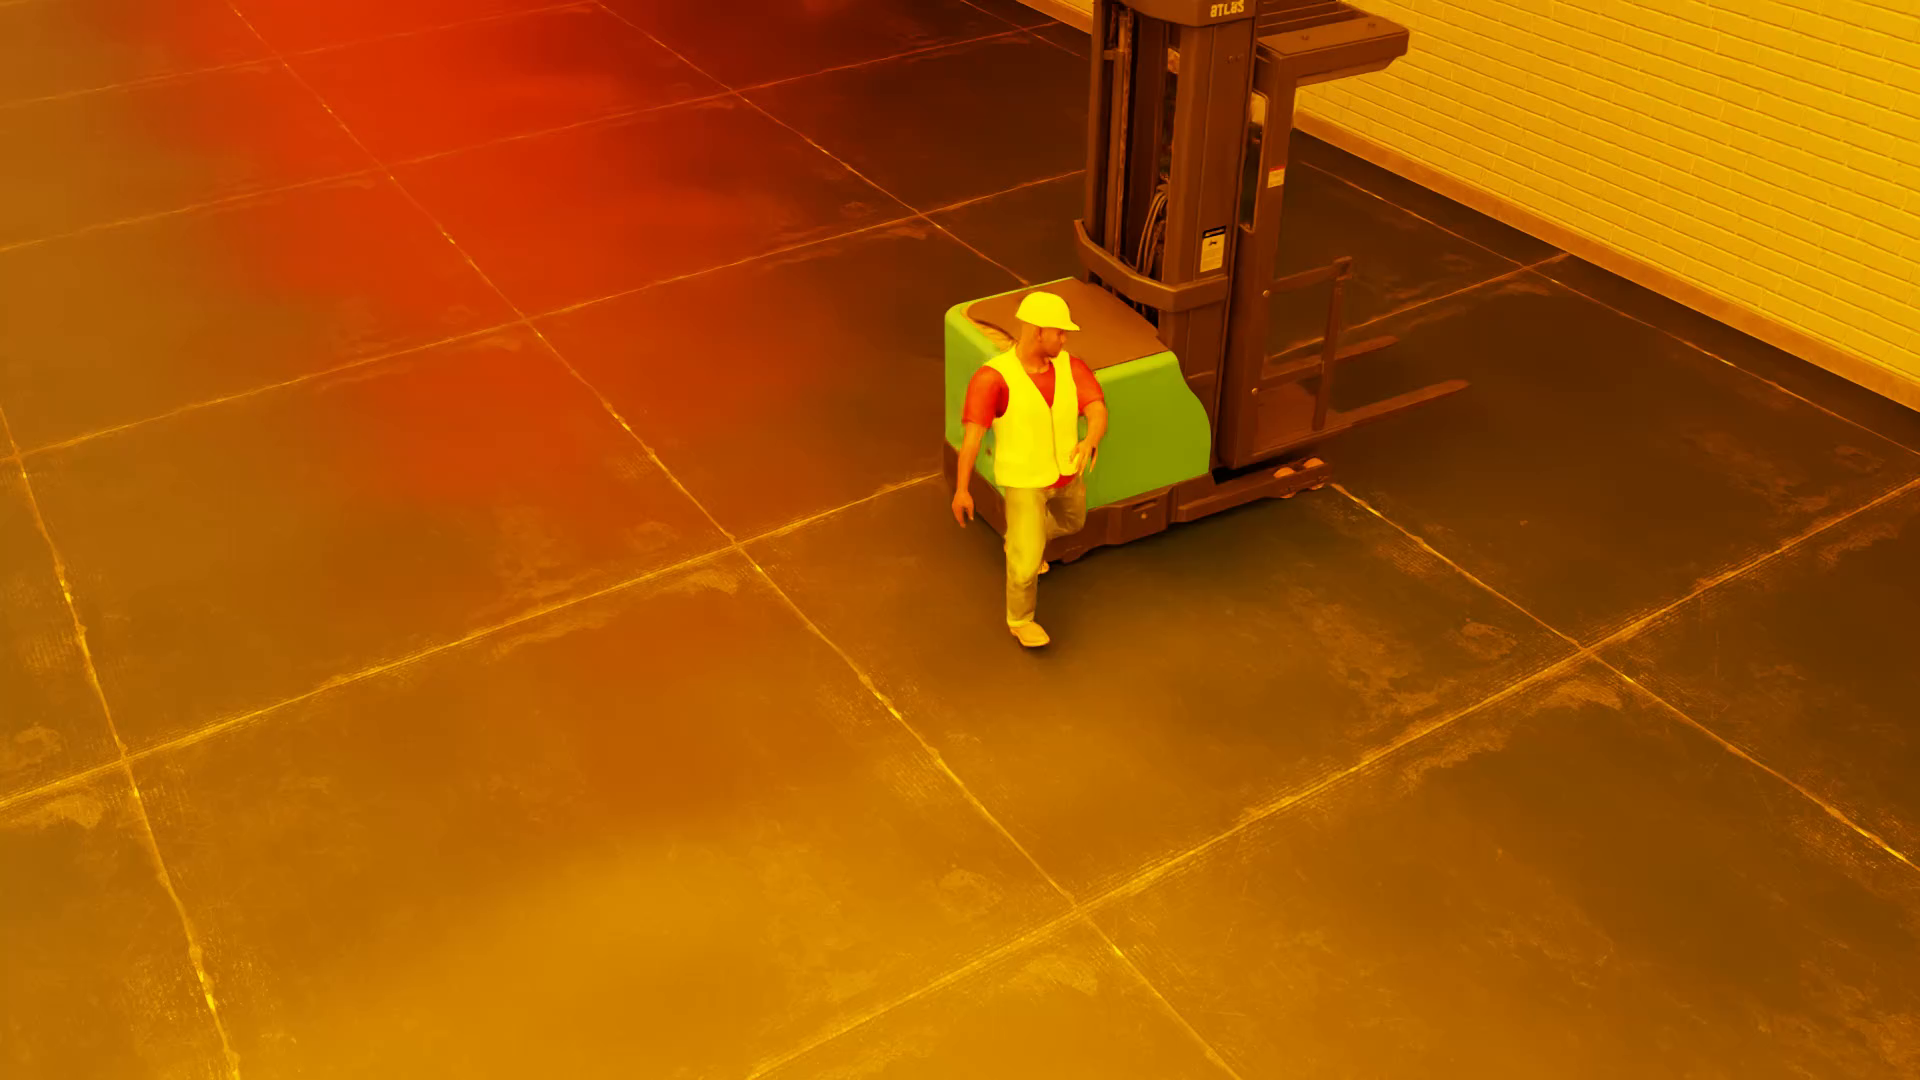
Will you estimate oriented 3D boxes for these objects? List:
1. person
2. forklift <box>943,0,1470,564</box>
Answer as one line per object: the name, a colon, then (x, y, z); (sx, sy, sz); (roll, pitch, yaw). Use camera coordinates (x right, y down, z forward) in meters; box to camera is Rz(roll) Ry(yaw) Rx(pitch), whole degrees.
person: (0.308, -0.287, 7.691); (0.799, 1.634, 0.850); (-27, 43, -33)
forklift: (1.452, -1.675, 8.531); (3.031, 2.935, 1.130); (-17, 39, -23)
